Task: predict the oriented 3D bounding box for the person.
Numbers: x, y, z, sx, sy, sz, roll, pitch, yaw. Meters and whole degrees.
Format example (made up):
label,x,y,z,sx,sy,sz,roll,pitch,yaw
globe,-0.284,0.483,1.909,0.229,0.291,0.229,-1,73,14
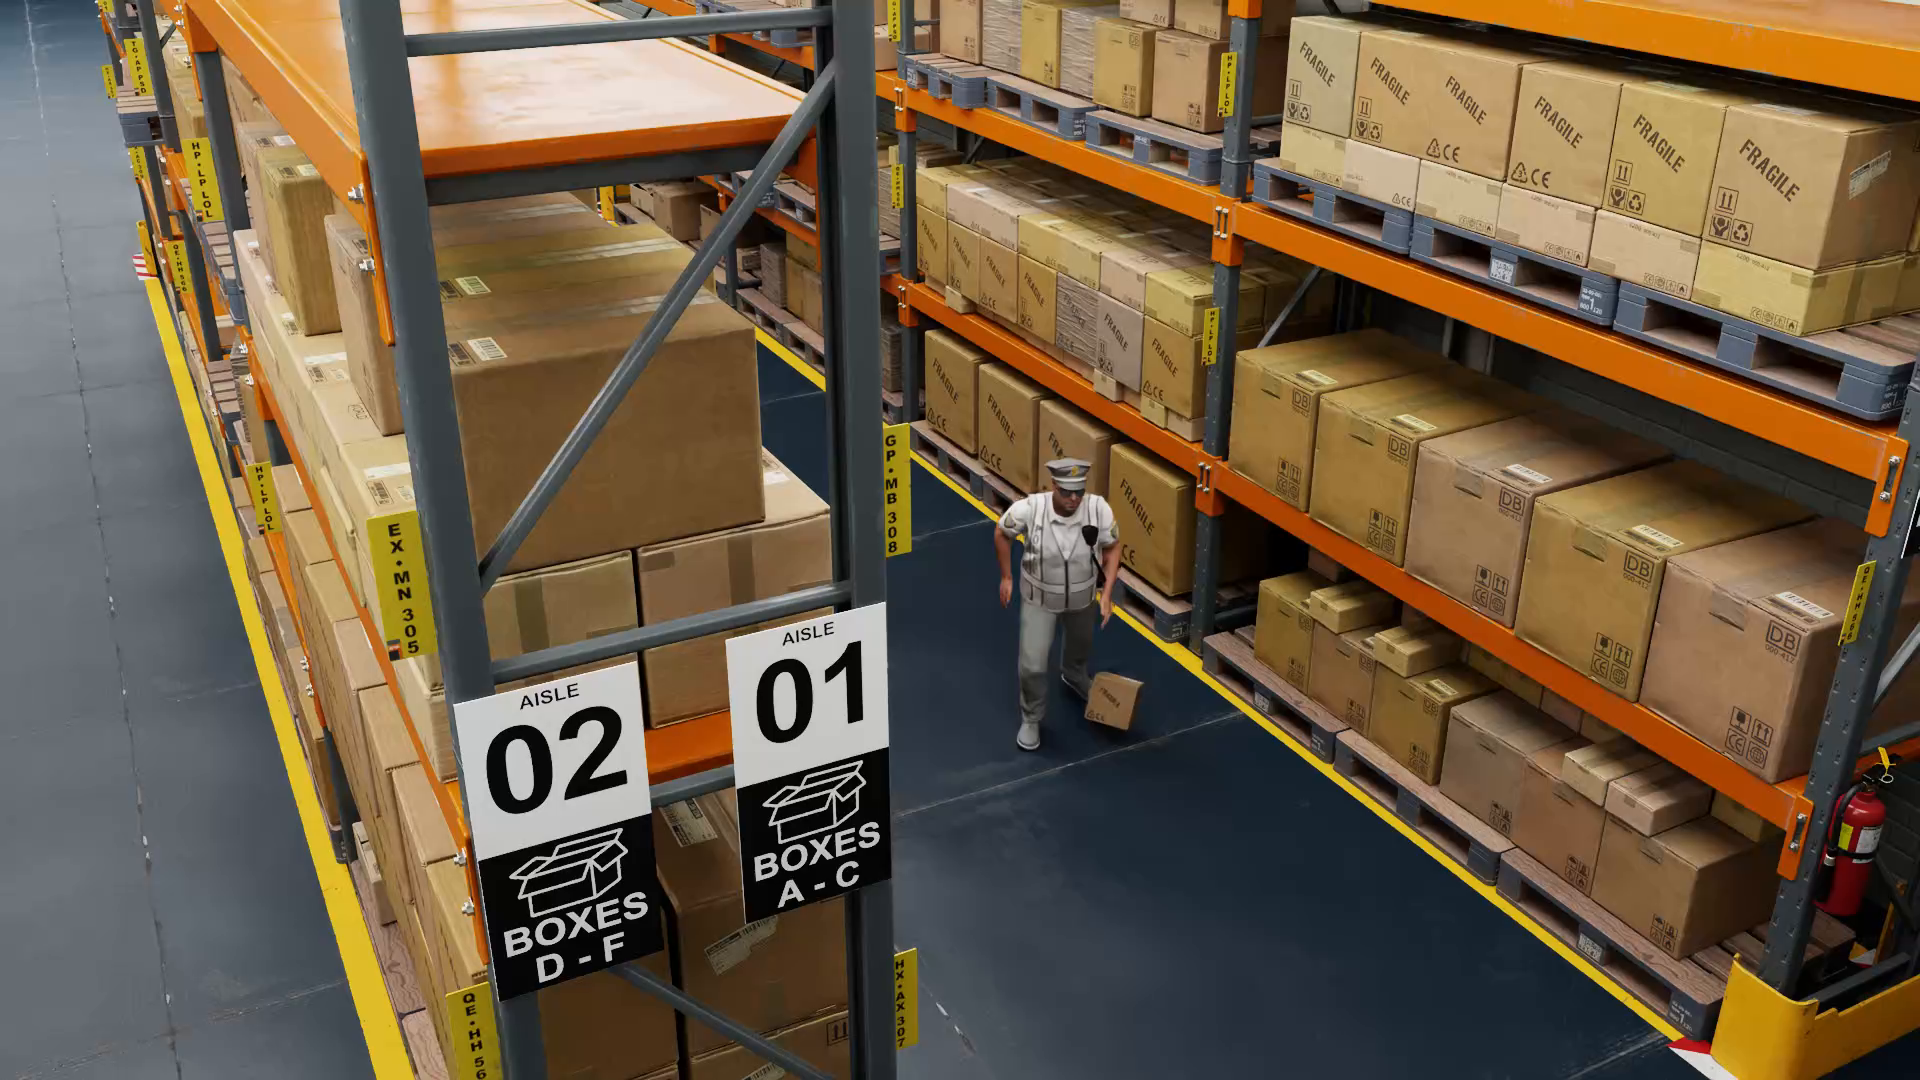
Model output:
label,x,y,z,sx,sy,sz,roll,pitch,yaw
person,0.533,0.254,9.108,0.696,1.712,0.738,-5,26,-9
